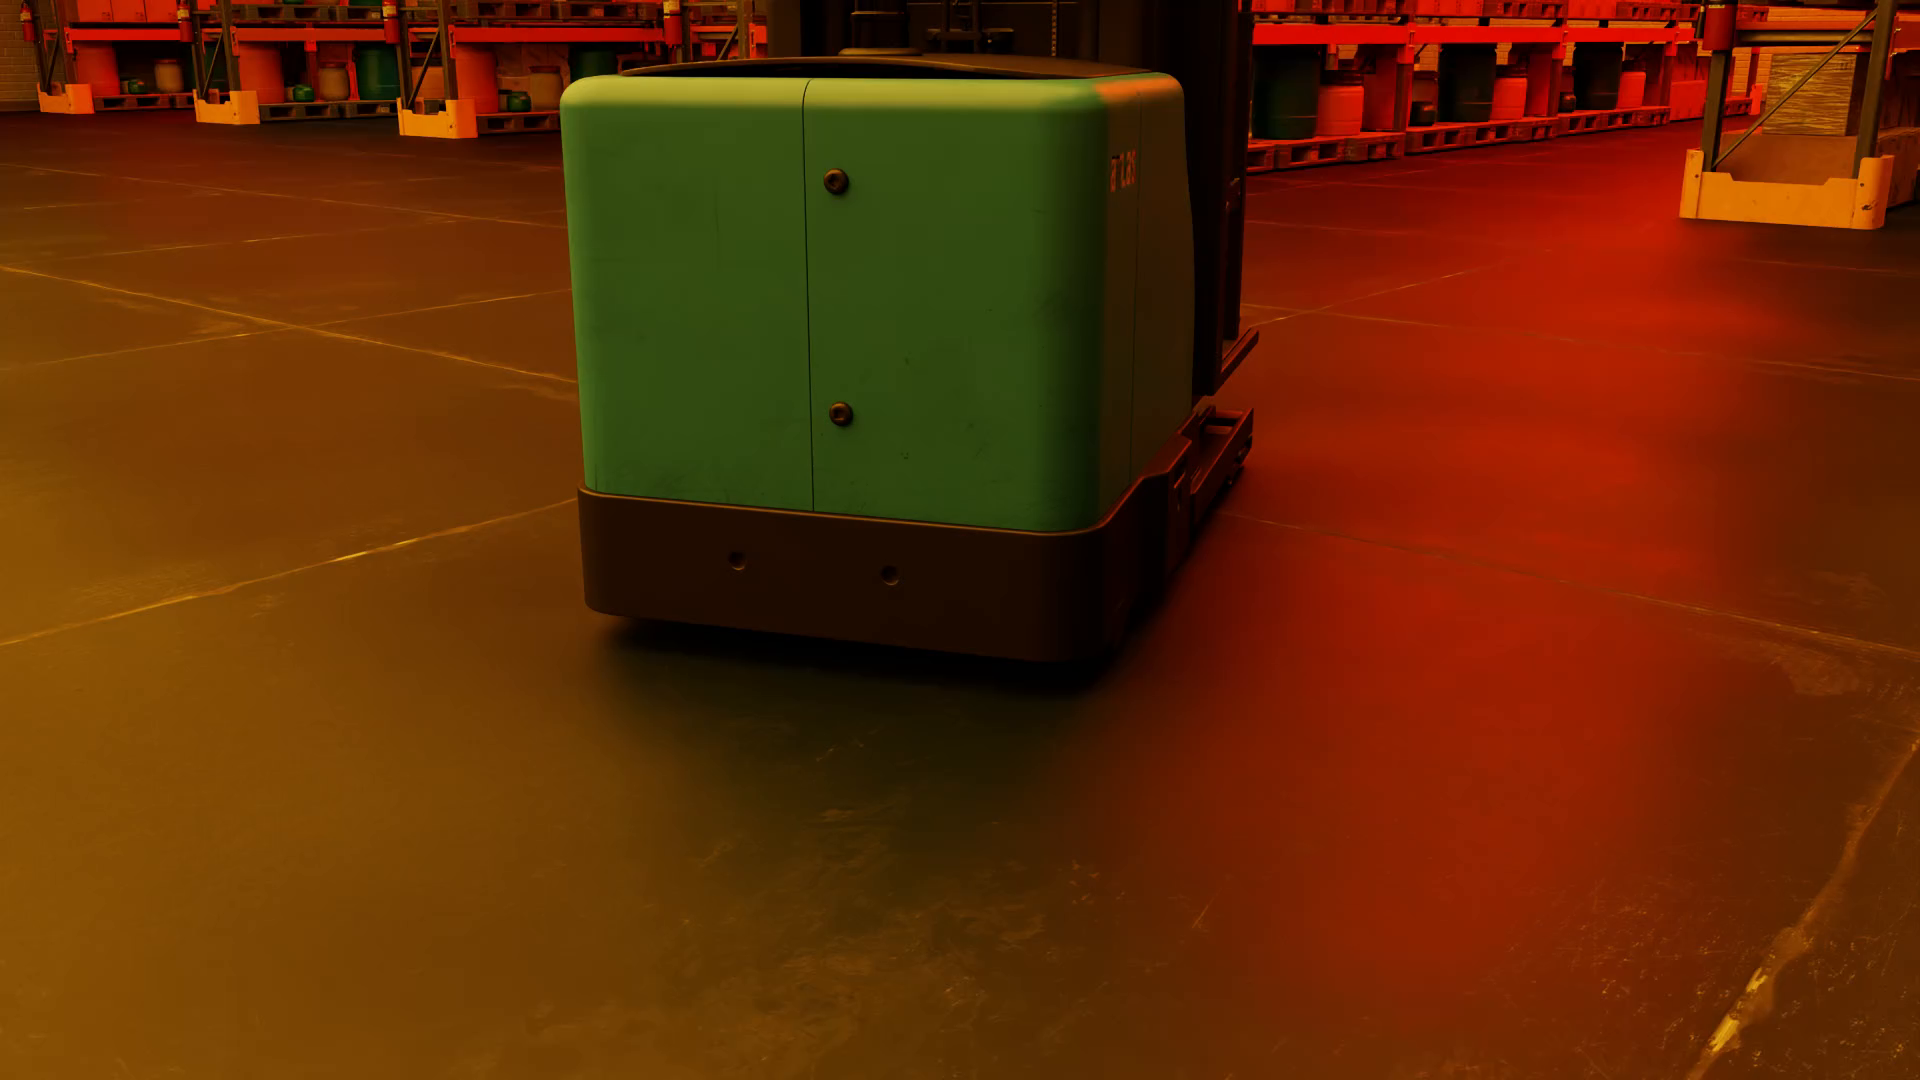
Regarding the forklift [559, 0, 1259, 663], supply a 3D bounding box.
[{"bbox_3d":[0.182,-1.571,4.072,1.130,2.935,3.031,5,18,17],"label":"forklift"}]
